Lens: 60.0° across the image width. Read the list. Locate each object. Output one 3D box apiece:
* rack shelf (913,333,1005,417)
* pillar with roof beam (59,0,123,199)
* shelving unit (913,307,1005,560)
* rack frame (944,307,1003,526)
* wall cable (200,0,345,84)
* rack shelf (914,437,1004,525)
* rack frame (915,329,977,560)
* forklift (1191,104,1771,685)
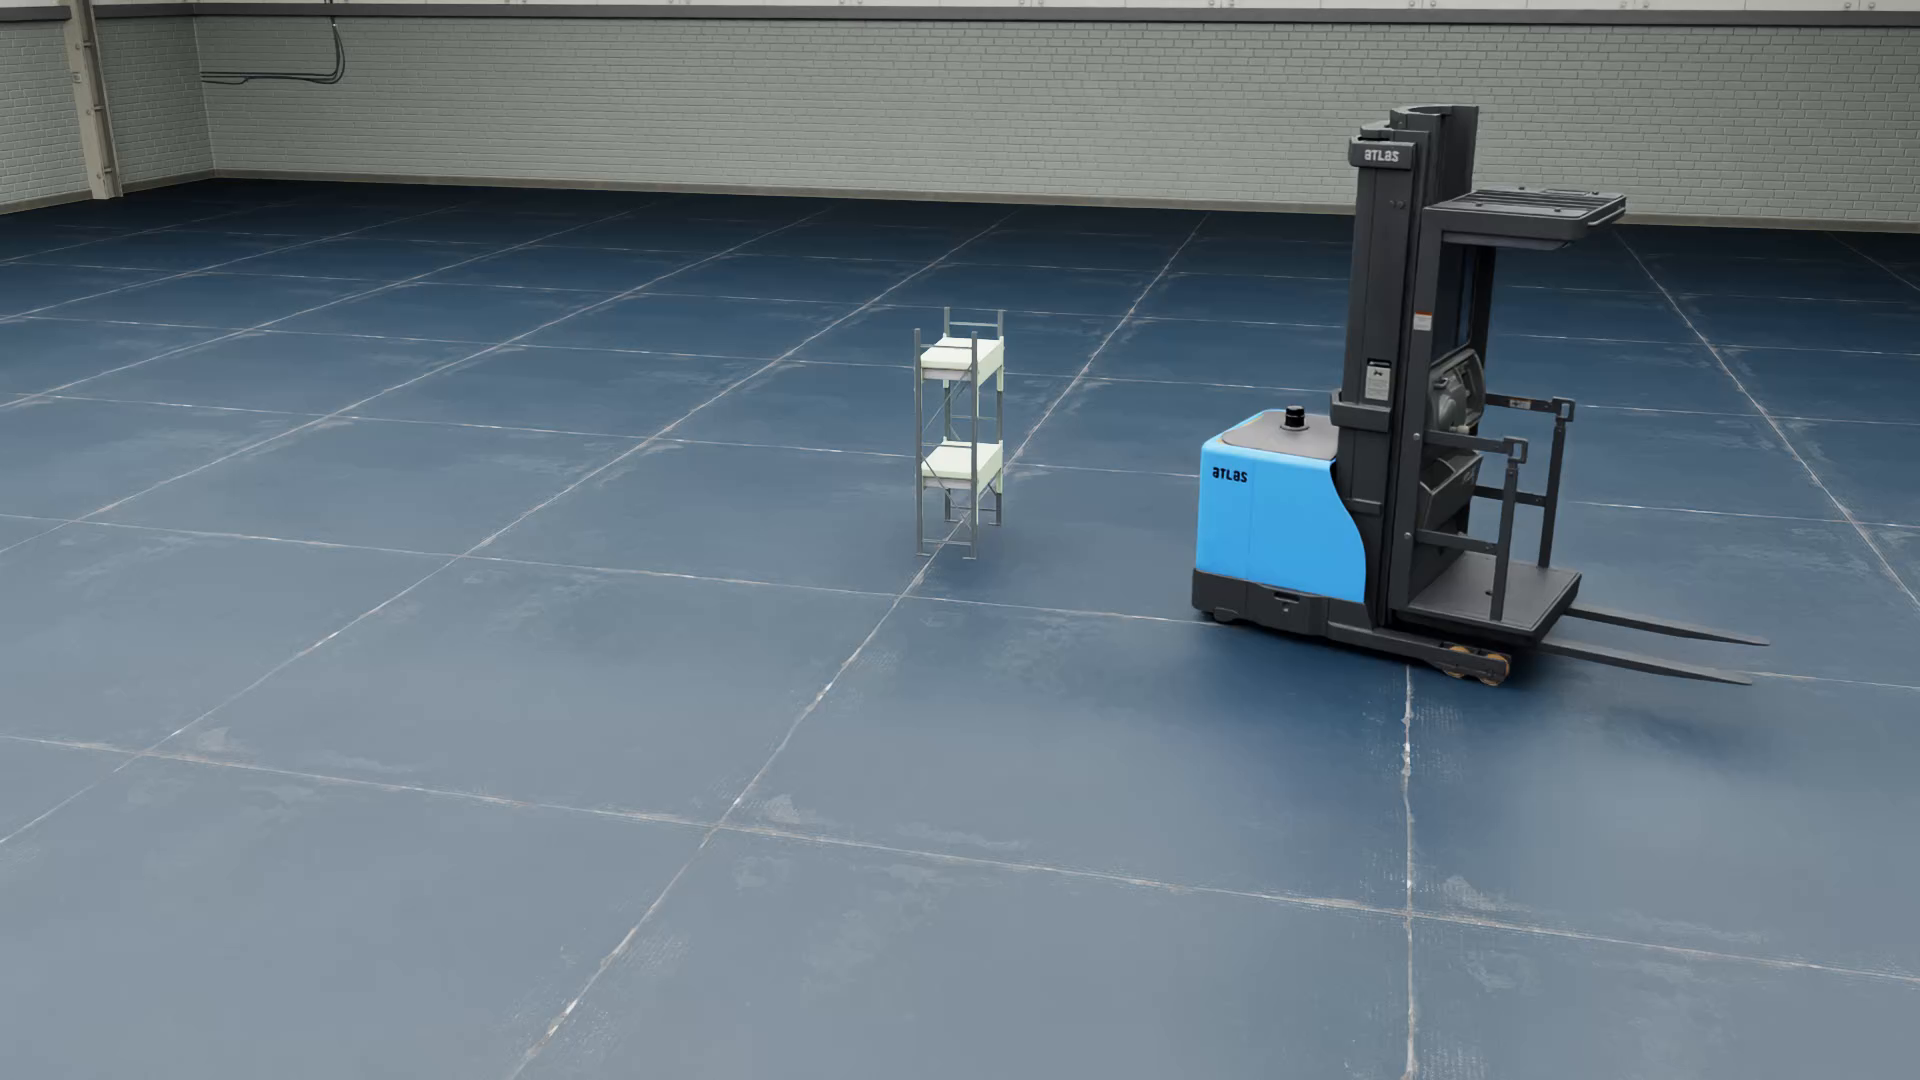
[{"bbox_3d":[0.002,-1.081,10.825,0.431,0.370,0.720,5,19,13],"label":"rack shelf"},{"bbox_3d":[-10.276,-9.724,25.735,9.100,9.000,0.400,5,19,13],"label":"pillar with roof beam"},{"bbox_3d":[0.002,-0.712,10.951,0.431,1.500,0.755,5,19,13],"label":"shelving unit"},{"bbox_3d":[0.091,-0.827,11.287,0.400,1.500,0.023,5,19,13],"label":"rack frame"},{"bbox_3d":[-12.449,-9.414,29.630,3.097,2.526,0.112,5,19,13],"label":"wall cable"},{"bbox_3d":[0.002,-0.403,11.057,0.431,0.370,0.720,5,19,13],"label":"rack shelf"},{"bbox_3d":[-0.088,-0.597,10.615,0.400,1.500,0.023,5,19,13],"label":"rack frame"},{"bbox_3d":[2.888,-0.804,9.006,3.031,2.935,1.130,12,22,31],"label":"forklift"}]
